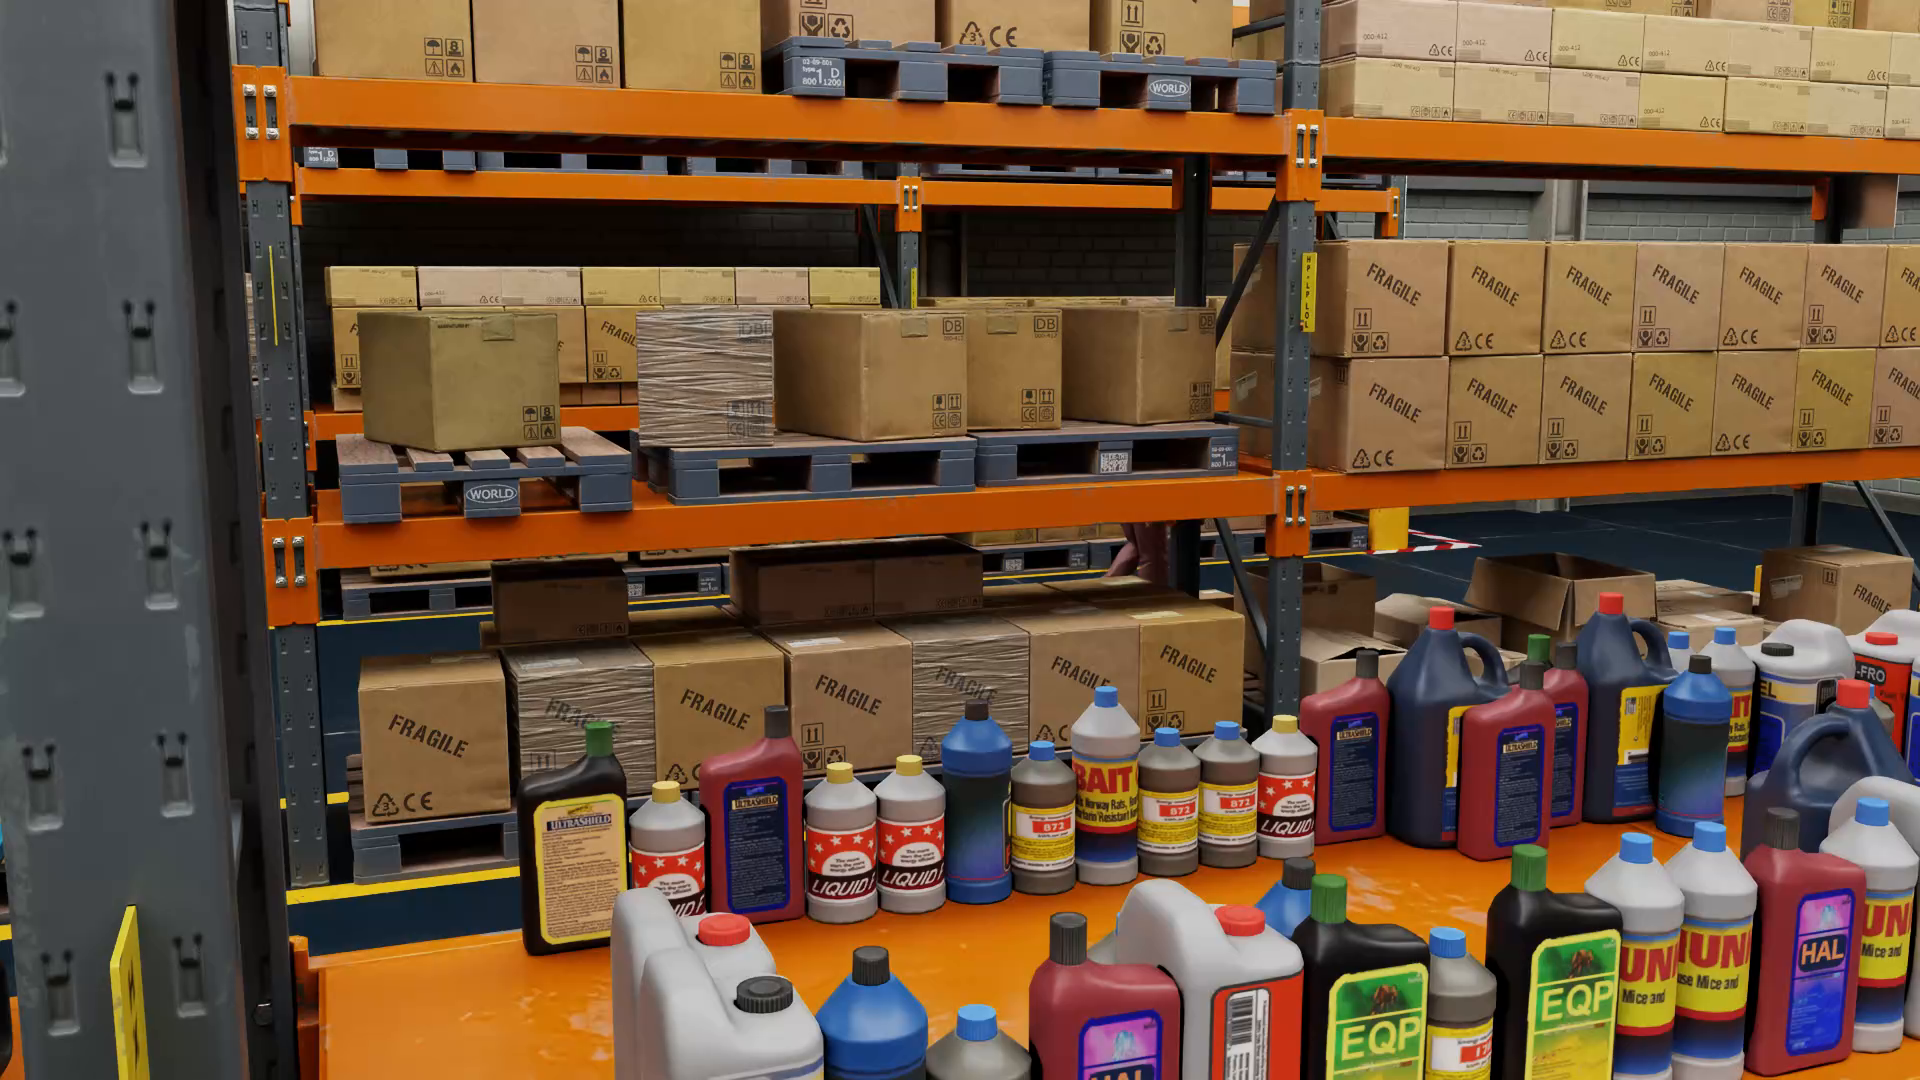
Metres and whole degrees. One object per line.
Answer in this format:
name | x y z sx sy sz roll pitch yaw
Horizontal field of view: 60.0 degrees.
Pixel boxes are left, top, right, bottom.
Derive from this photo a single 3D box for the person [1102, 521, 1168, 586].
person | 1.091 -0.249 9.811 0.608 1.668 0.489 -5 10 -28
